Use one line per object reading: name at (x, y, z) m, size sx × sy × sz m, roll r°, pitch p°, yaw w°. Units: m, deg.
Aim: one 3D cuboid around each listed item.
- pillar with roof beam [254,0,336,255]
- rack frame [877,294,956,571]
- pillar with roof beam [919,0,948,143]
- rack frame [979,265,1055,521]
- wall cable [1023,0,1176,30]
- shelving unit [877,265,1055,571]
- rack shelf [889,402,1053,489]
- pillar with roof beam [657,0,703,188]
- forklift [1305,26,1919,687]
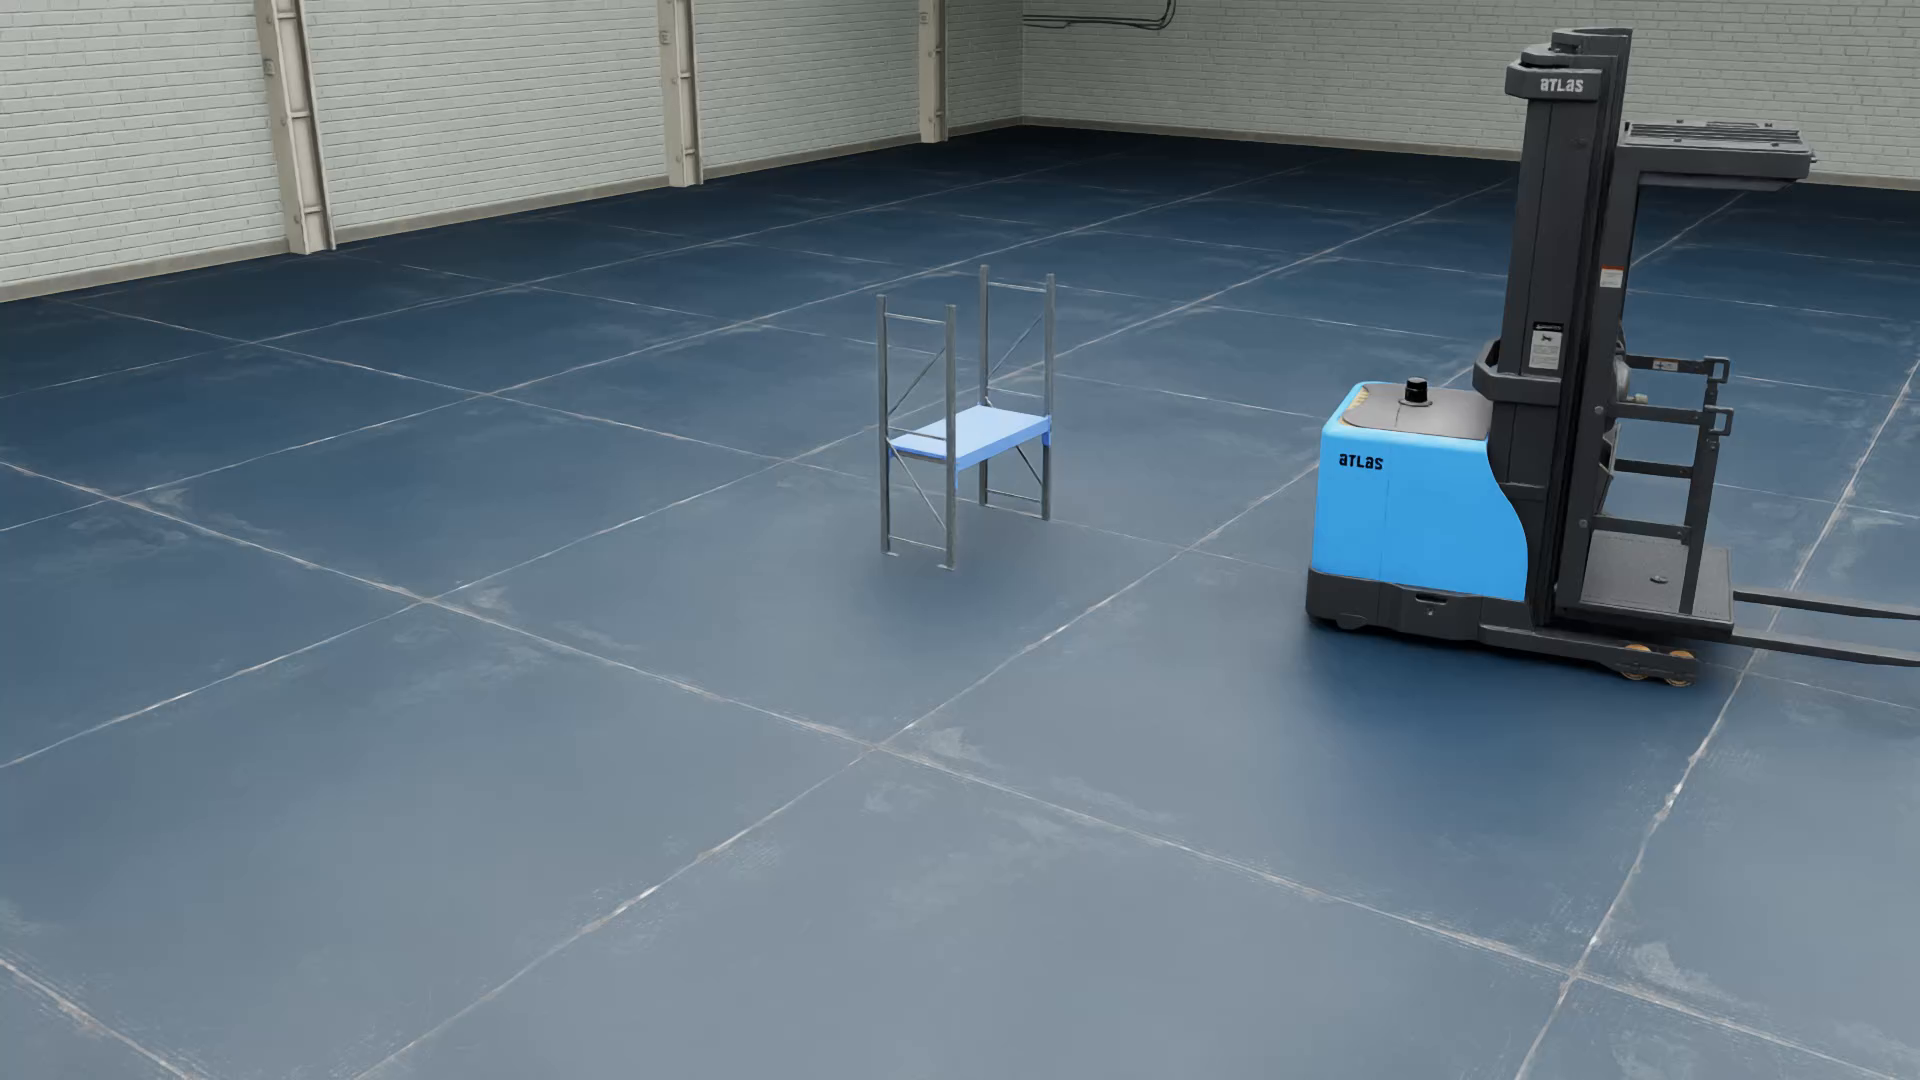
pillar with roof beam at (-3.621, -6.593, 14.617) m, size 9.100 × 9.000 × 0.400 m, roll 13°, pitch 24°, yaw 32°
rack frame at (-0.238, -0.582, 9.177) m, size 0.500 × 1.500 × 0.032 m, roll 13°, pitch 24°, yaw 32°
pillar with roof beam at (3.125, -10.036, 23.926) m, size 9.100 × 9.000 × 0.400 m, roll 13°, pitch 24°, yaw 32°
rack frame at (0.334, -0.874, 9.965) m, size 0.500 × 1.500 × 0.032 m, roll 13°, pitch 24°, yaw 32°
wall cable at (2.314, -10.007, 28.322) m, size 3.097 × 2.526 × 0.112 m, roll 13°, pitch 24°, yaw 32°
shelving unit at (0.048, -0.728, 9.571) m, size 0.538 × 1.500 × 1.048 m, roll 13°, pitch 24°, yaw 32°
rack shelf at (0.048, -0.559, 9.633) m, size 0.538 × 0.185 × 1.000 m, roll 13°, pitch 24°, yaw 32°
pillar with roof beam at (-0.248, -8.314, 19.271) m, size 9.100 × 9.000 × 0.400 m, roll 13°, pitch 24°, yaw 32°
forklift at (3.349, -0.889, 7.943) m, size 3.031 × 2.935 × 1.130 m, roll 8°, pitch 22°, yaw 21°
